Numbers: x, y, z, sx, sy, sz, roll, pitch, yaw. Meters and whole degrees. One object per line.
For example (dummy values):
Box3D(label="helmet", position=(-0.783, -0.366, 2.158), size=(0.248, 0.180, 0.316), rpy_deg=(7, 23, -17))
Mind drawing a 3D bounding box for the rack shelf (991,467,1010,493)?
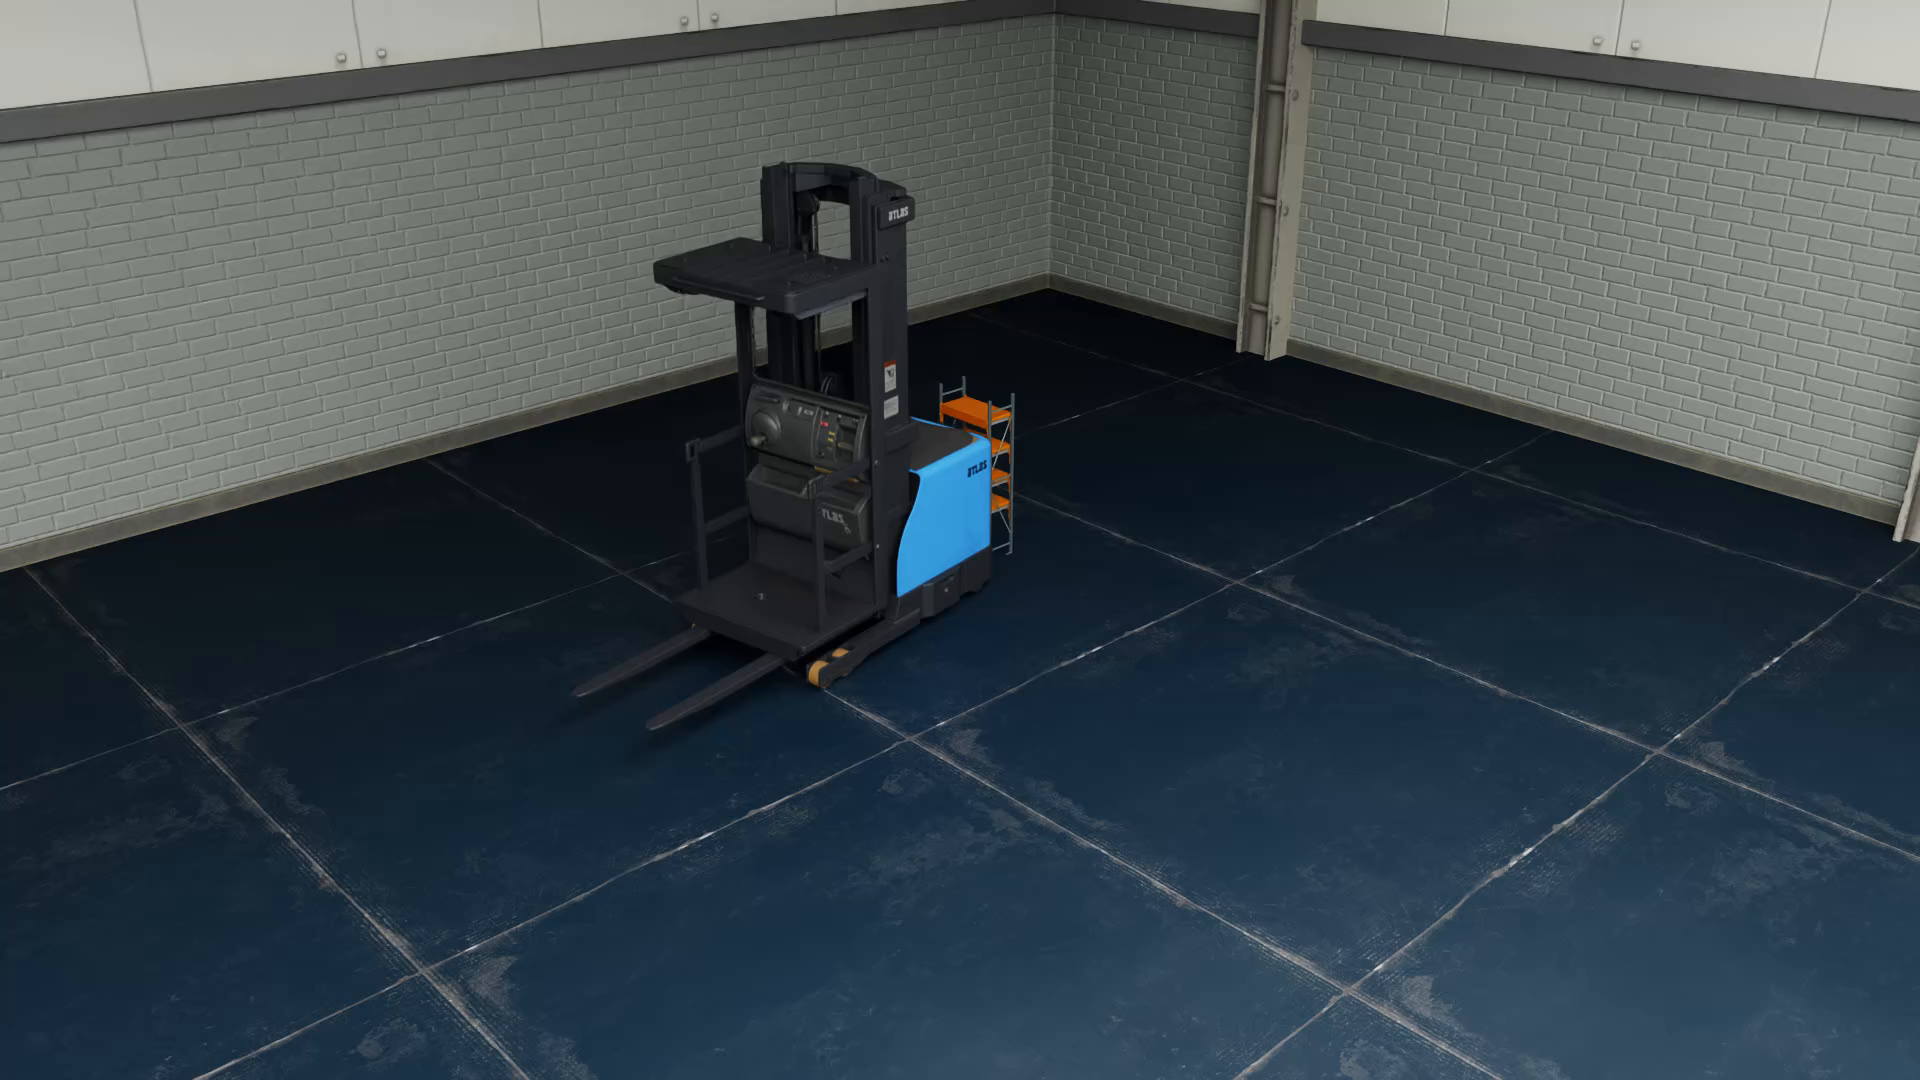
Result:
Box3D(label="rack shelf", position=(0.113, -0.435, 11.716), size=(0.258, 0.148, 0.480), rpy_deg=(-21, 32, -38))

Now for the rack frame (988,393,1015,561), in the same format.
Box3D(label="rack frame", position=(0.280, -0.422, 11.526), size=(0.240, 1.200, 0.015), rpy_deg=(-21, 32, -38))

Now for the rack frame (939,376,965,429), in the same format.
Box3D(label="rack frame", position=(-0.054, -0.570, 11.850), size=(0.240, 1.200, 0.015), rpy_deg=(-21, 32, -38))

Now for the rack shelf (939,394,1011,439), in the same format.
Box3D(label="rack shelf", position=(0.113, -0.853, 11.525), size=(0.258, 0.148, 0.480), rpy_deg=(-21, 32, -38))

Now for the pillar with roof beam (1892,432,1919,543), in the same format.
Box3D(label="pillar with roof beam", position=(3.859, -2.859, 7.472), size=(9.100, 9.000, 0.400), rpy_deg=(-21, 32, -38))

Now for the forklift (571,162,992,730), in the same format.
Box3D(label="forklift", position=(-1.068, -0.665, 9.974), size=(1.130, 2.935, 3.031), rpy_deg=(17, 30, 33))

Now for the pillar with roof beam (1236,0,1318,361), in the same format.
Box3D(label="pillar with roof beam", position=(-0.242, -4.677, 11.457), size=(9.100, 9.000, 0.400), rpy_deg=(-21, 32, -38))

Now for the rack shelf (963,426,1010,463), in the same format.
Box3D(label="rack shelf", position=(0.113, -0.638, 11.623), size=(0.258, 0.148, 0.480), rpy_deg=(-21, 32, -38))

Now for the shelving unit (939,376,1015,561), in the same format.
Box3D(label="shelving unit", position=(0.113, -0.496, 11.688), size=(0.258, 1.200, 0.503), rpy_deg=(-21, 32, -38))

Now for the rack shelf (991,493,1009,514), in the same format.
Box3D(label="rack shelf", position=(0.113, -0.254, 11.798), size=(0.258, 0.148, 0.480), rpy_deg=(-21, 32, -38))
